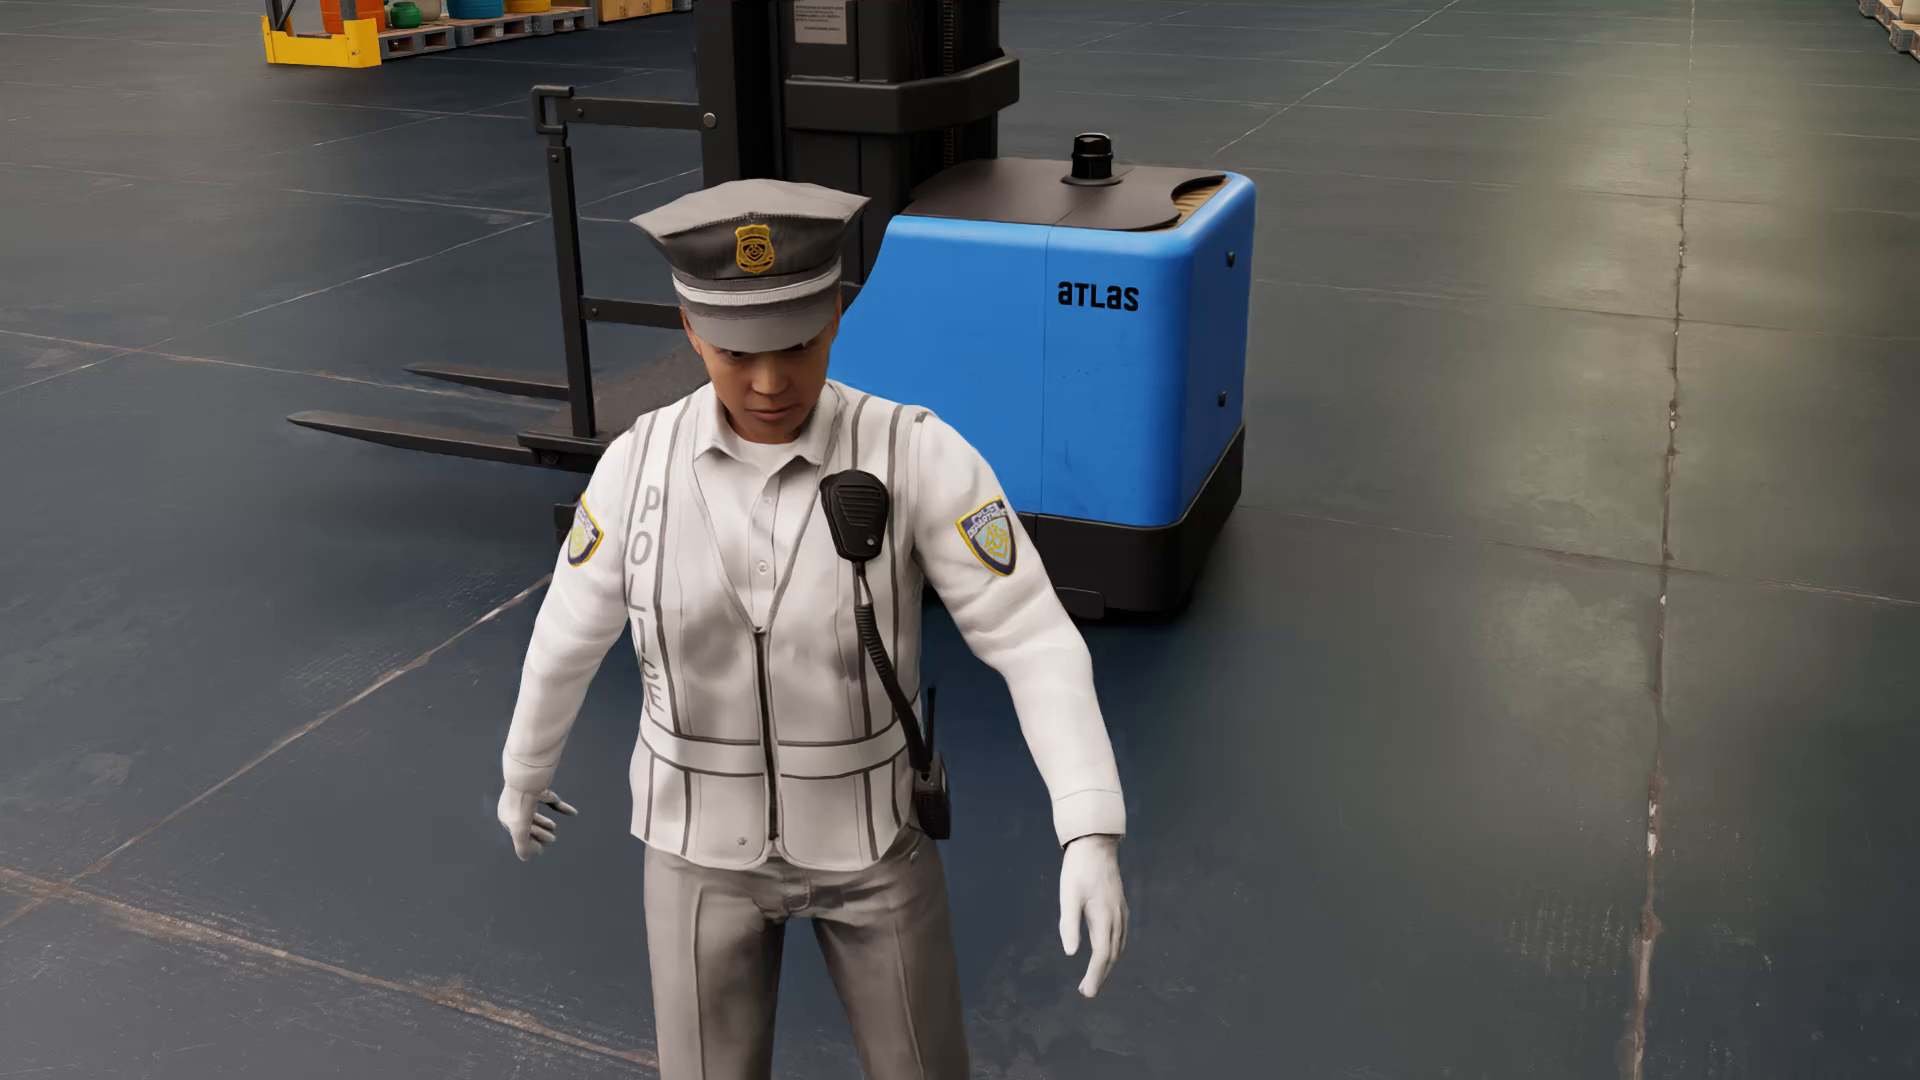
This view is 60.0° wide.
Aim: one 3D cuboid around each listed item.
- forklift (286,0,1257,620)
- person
[{"bbox_3d":[-0.685,-1.470,4.810,3.031,2.935,1.130,8,24,18],"label":"forklift"},{"bbox_3d":[-0.214,0.385,2.048,0.787,1.652,0.653,0,23,0],"label":"person"}]
